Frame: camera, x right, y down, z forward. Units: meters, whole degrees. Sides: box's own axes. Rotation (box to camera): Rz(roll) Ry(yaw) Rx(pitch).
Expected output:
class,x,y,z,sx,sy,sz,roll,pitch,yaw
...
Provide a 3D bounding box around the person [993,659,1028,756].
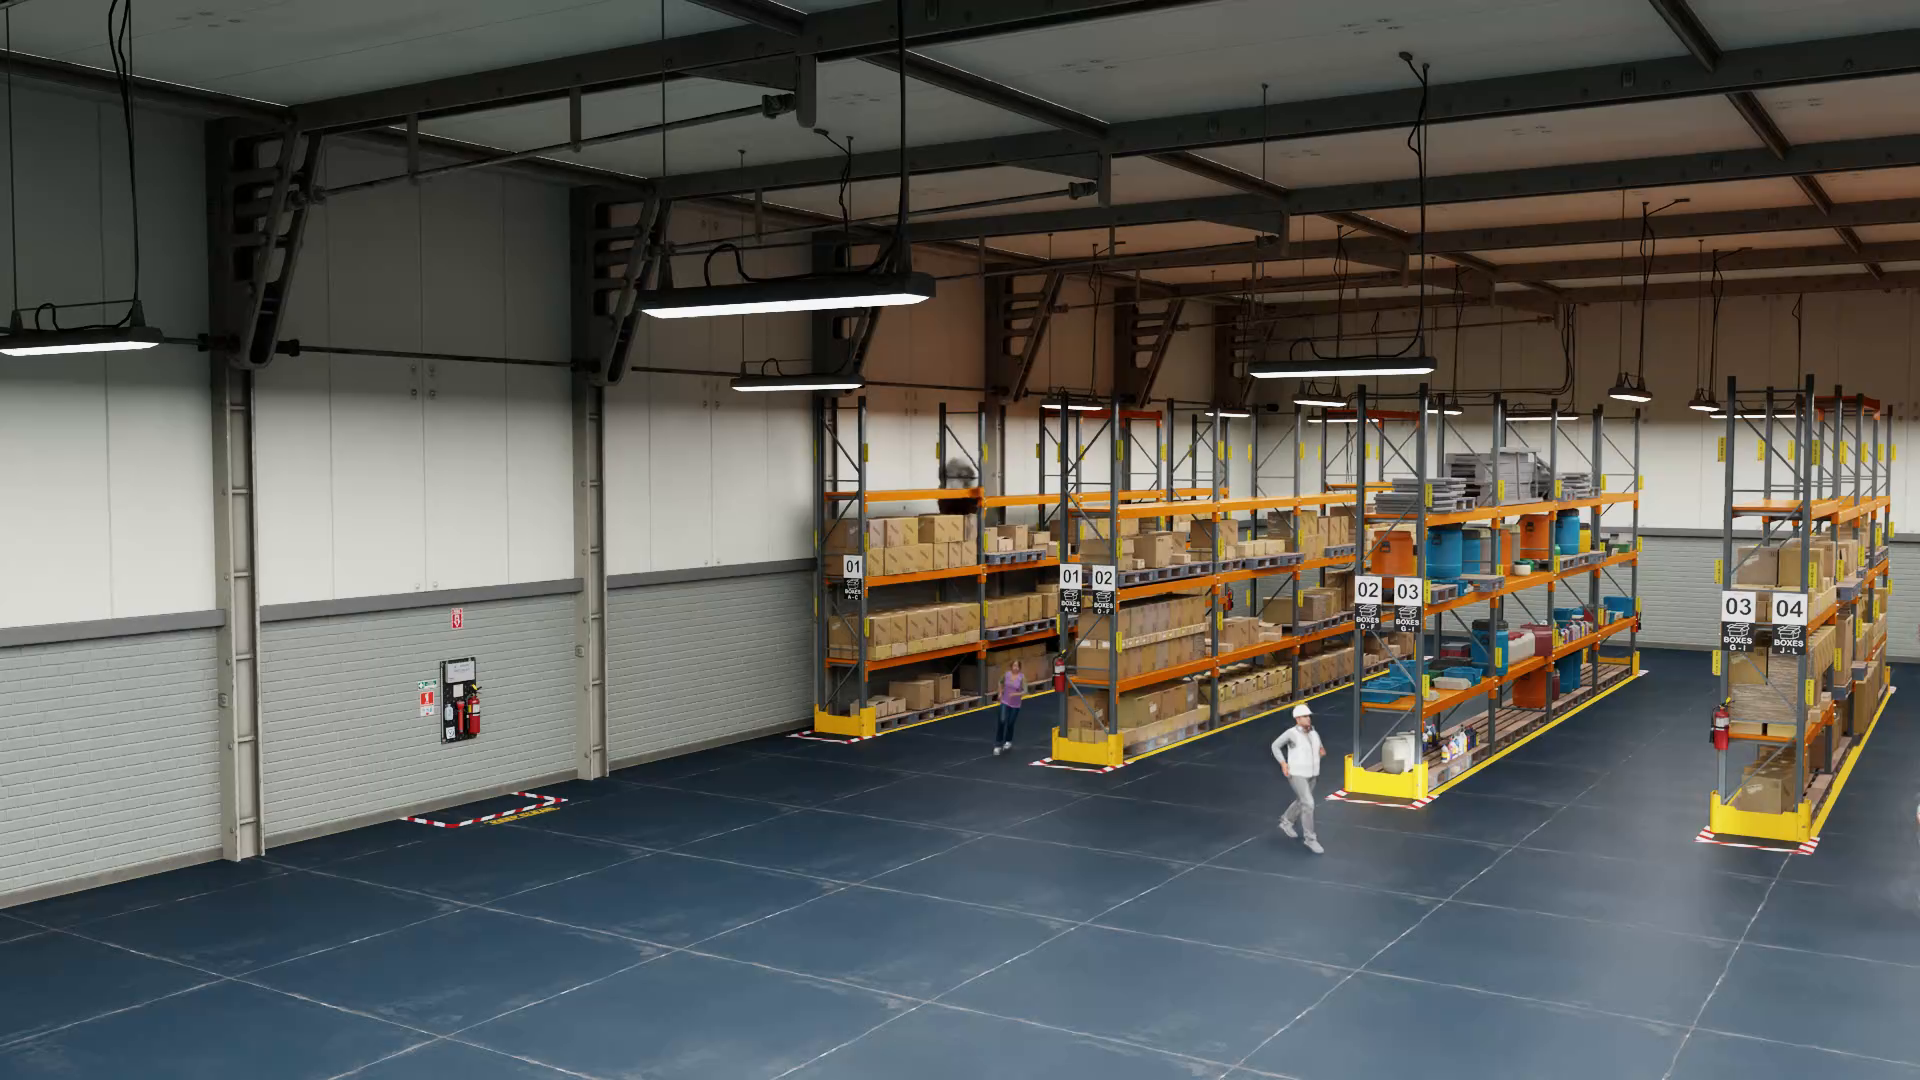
class,x,y,z,sx,sy,sz,roll,pitch,yaw
person,0.862,2.772,27.675,0.568,1.611,0.695,0,3,8

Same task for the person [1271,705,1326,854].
class,x,y,z,sx,sy,sz,roll,pitch,yaw
person,4.322,2.985,21.083,0.588,1.791,0.877,-2,4,-36
